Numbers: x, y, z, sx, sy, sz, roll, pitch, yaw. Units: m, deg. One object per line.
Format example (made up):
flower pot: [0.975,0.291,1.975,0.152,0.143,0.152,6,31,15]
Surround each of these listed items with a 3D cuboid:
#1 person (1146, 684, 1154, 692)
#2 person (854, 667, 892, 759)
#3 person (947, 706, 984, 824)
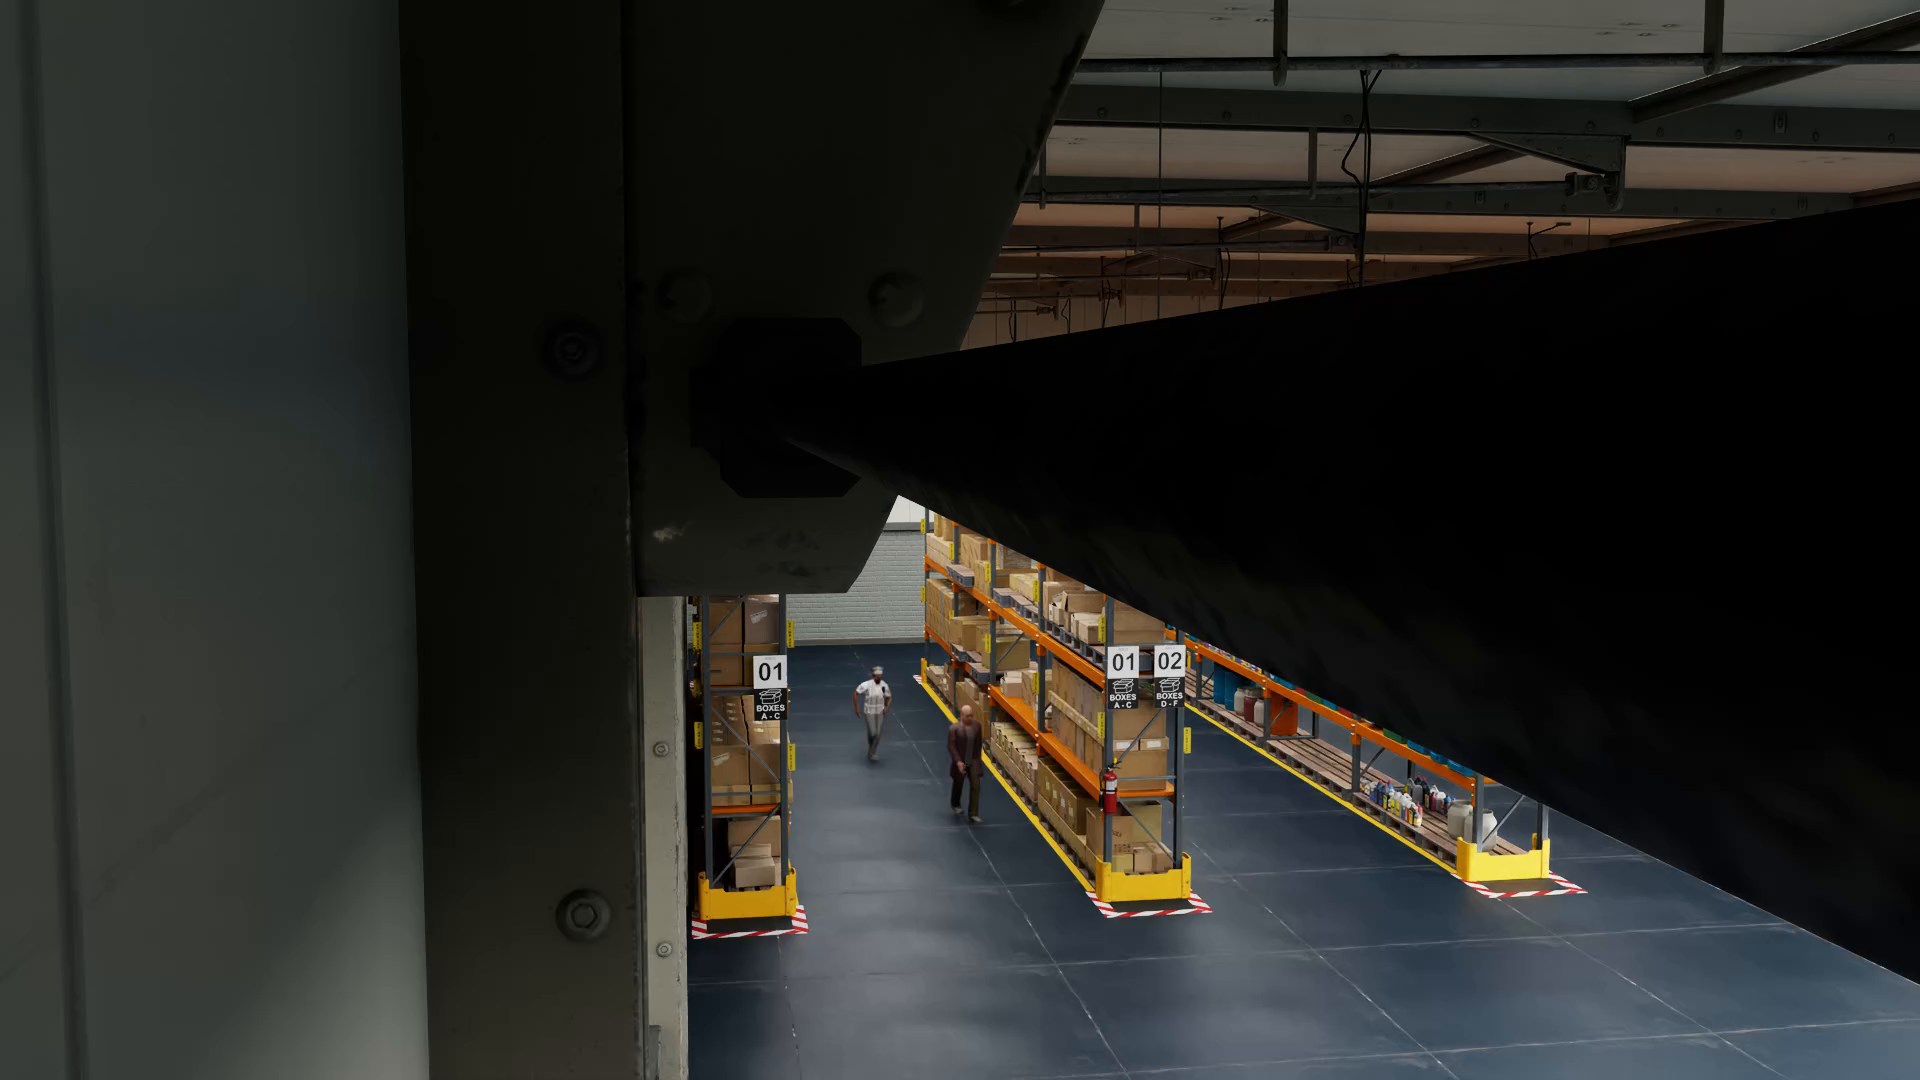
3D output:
person: [3.832,2.704,32.237,0.654,1.607,1.087,1,5,9]
person: [-1.496,2.987,28.706,0.659,1.653,0.559,-1,5,-16]
person: [0.072,3.266,24.476,0.574,1.720,1.124,-1,5,-10]
